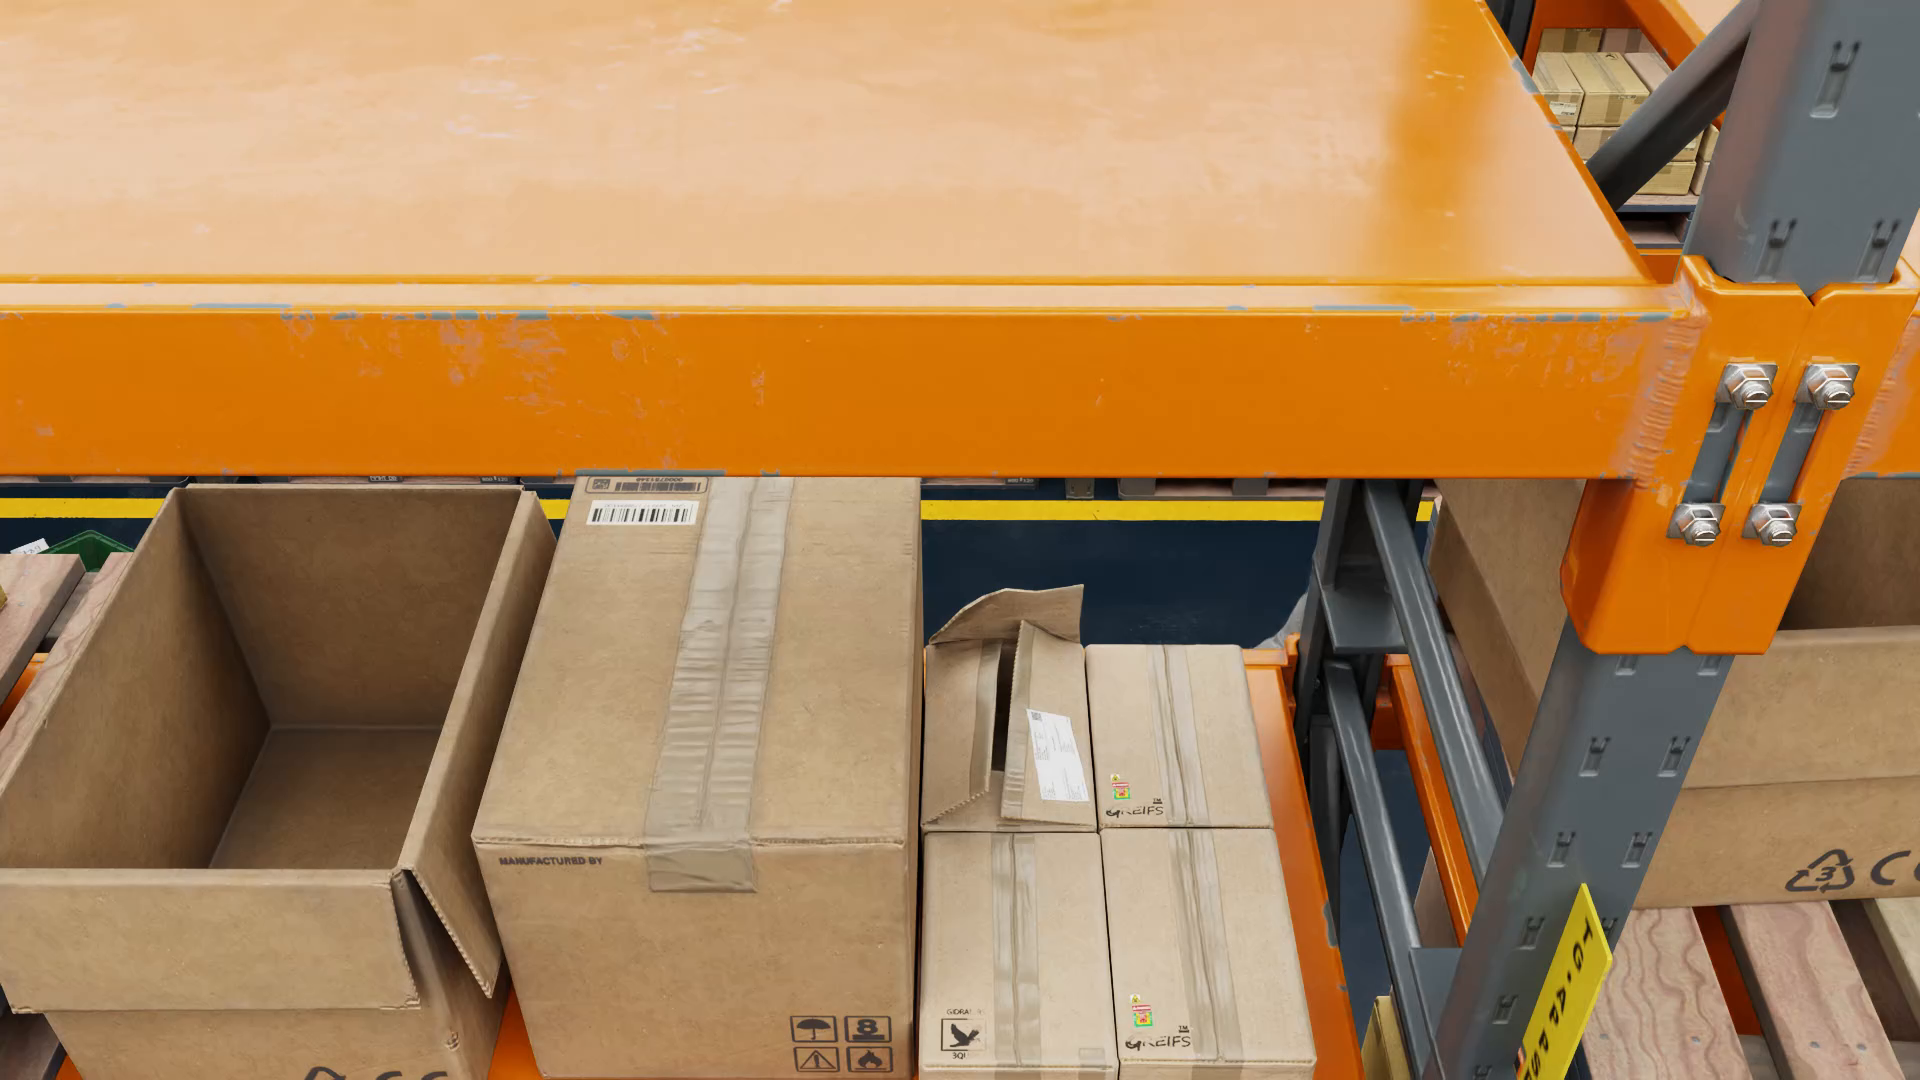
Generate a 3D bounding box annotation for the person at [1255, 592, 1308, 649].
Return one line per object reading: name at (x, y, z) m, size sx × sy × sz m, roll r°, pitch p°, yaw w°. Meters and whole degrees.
person at (1.490, 0.145, 5.961) m, size 1.032 × 1.603 × 0.454 m, roll 13°, pitch 41°, yaw 15°
